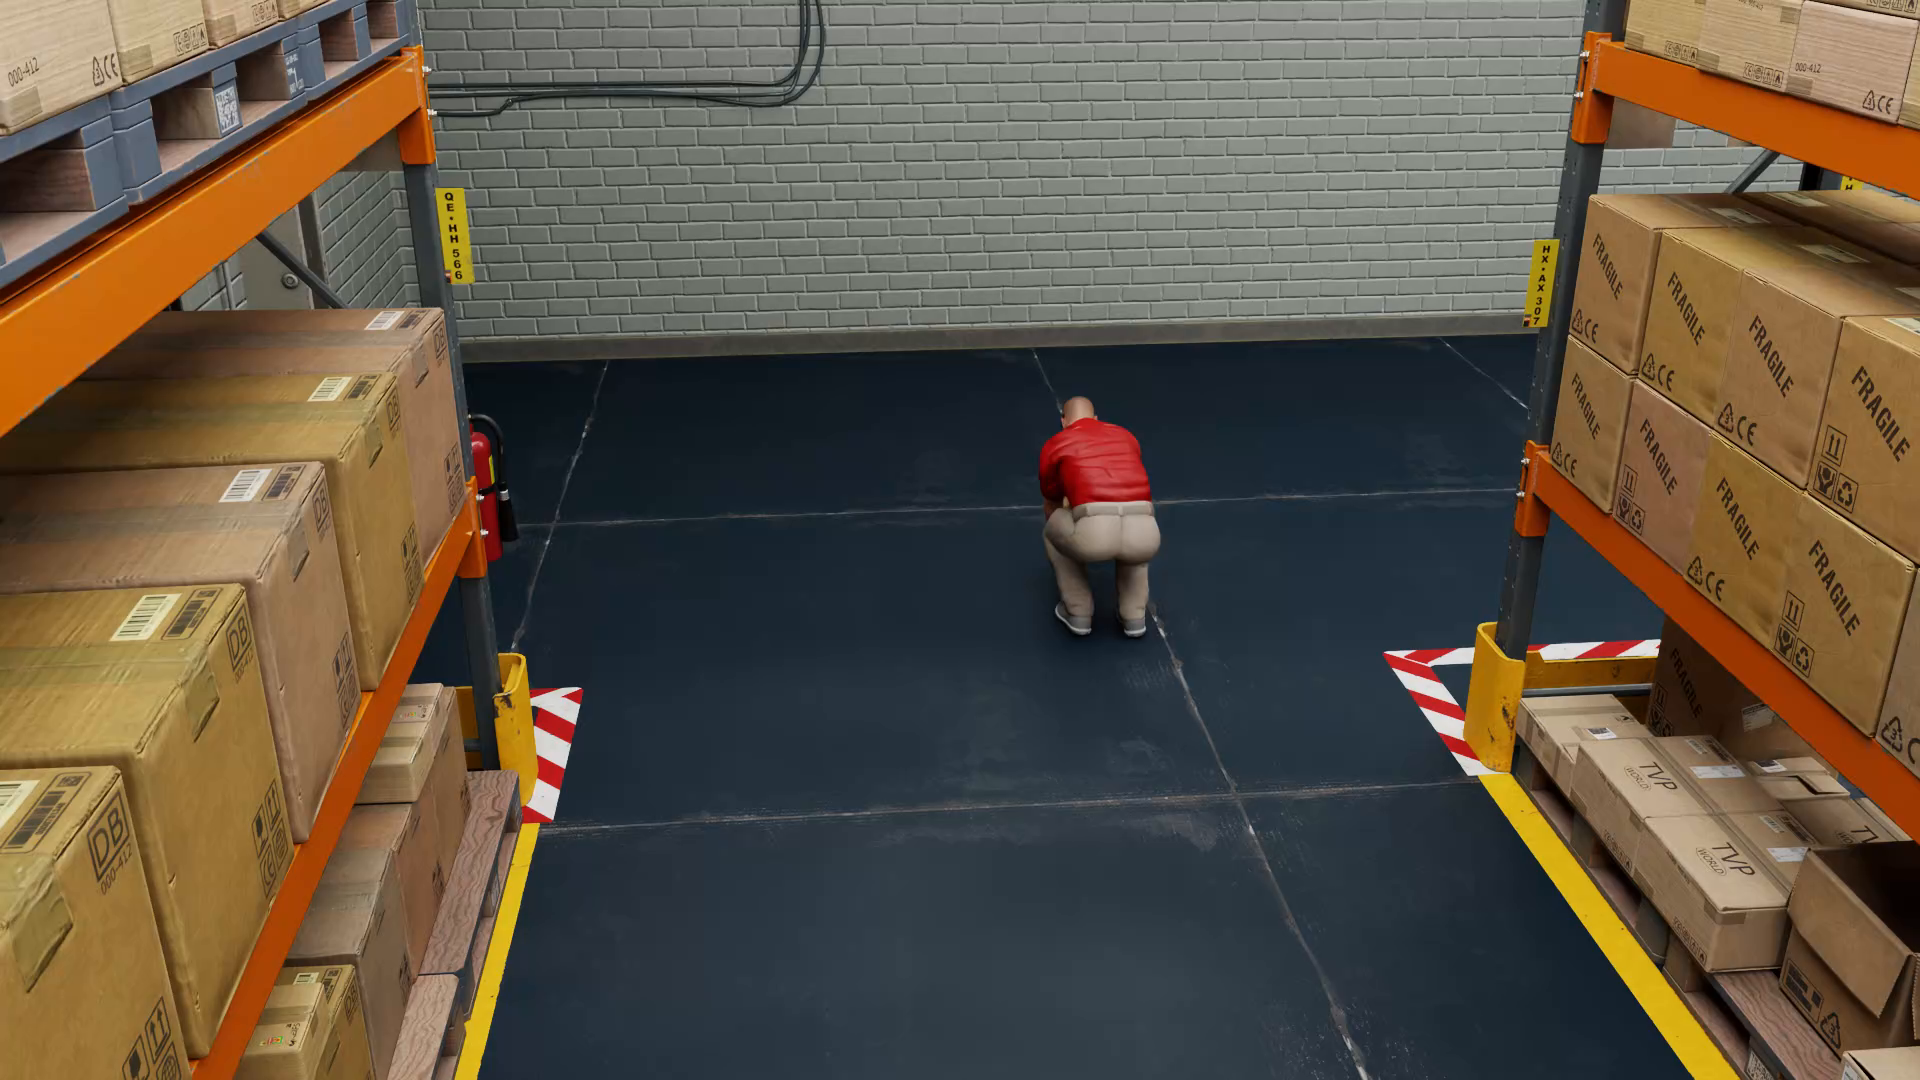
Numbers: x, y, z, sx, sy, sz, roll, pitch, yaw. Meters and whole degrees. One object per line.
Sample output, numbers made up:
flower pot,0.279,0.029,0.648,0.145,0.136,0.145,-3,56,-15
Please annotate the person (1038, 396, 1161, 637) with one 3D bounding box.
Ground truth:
person,0.646,-0.095,7.793,0.528,0.975,0.903,-3,24,-7
